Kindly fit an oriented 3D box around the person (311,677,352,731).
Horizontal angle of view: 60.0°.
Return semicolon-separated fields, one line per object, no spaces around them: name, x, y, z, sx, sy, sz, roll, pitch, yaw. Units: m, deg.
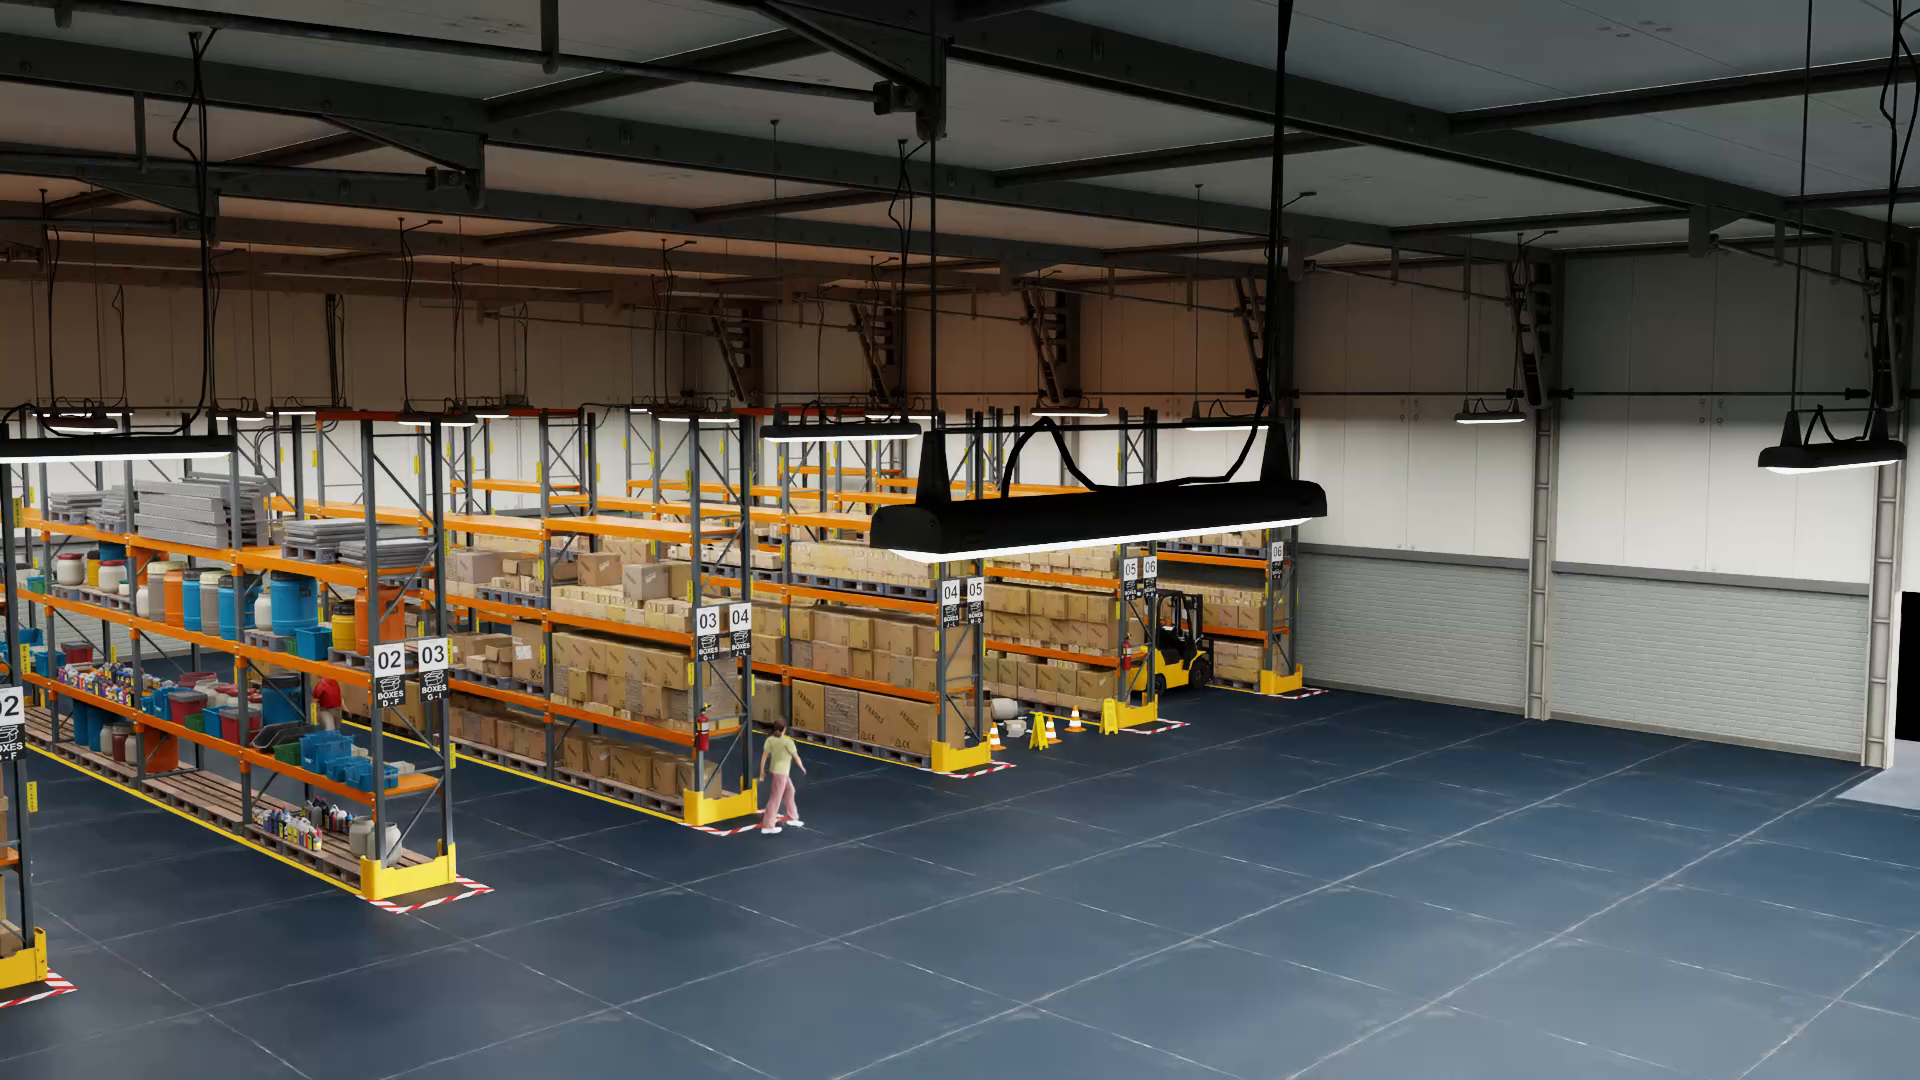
person;-10.790;2.975;28.472;1.086;1.677;0.725;4;7;40

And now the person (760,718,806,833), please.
person;-2.528;3.371;23.911;0.767;1.663;0.428;-3;6;-30
